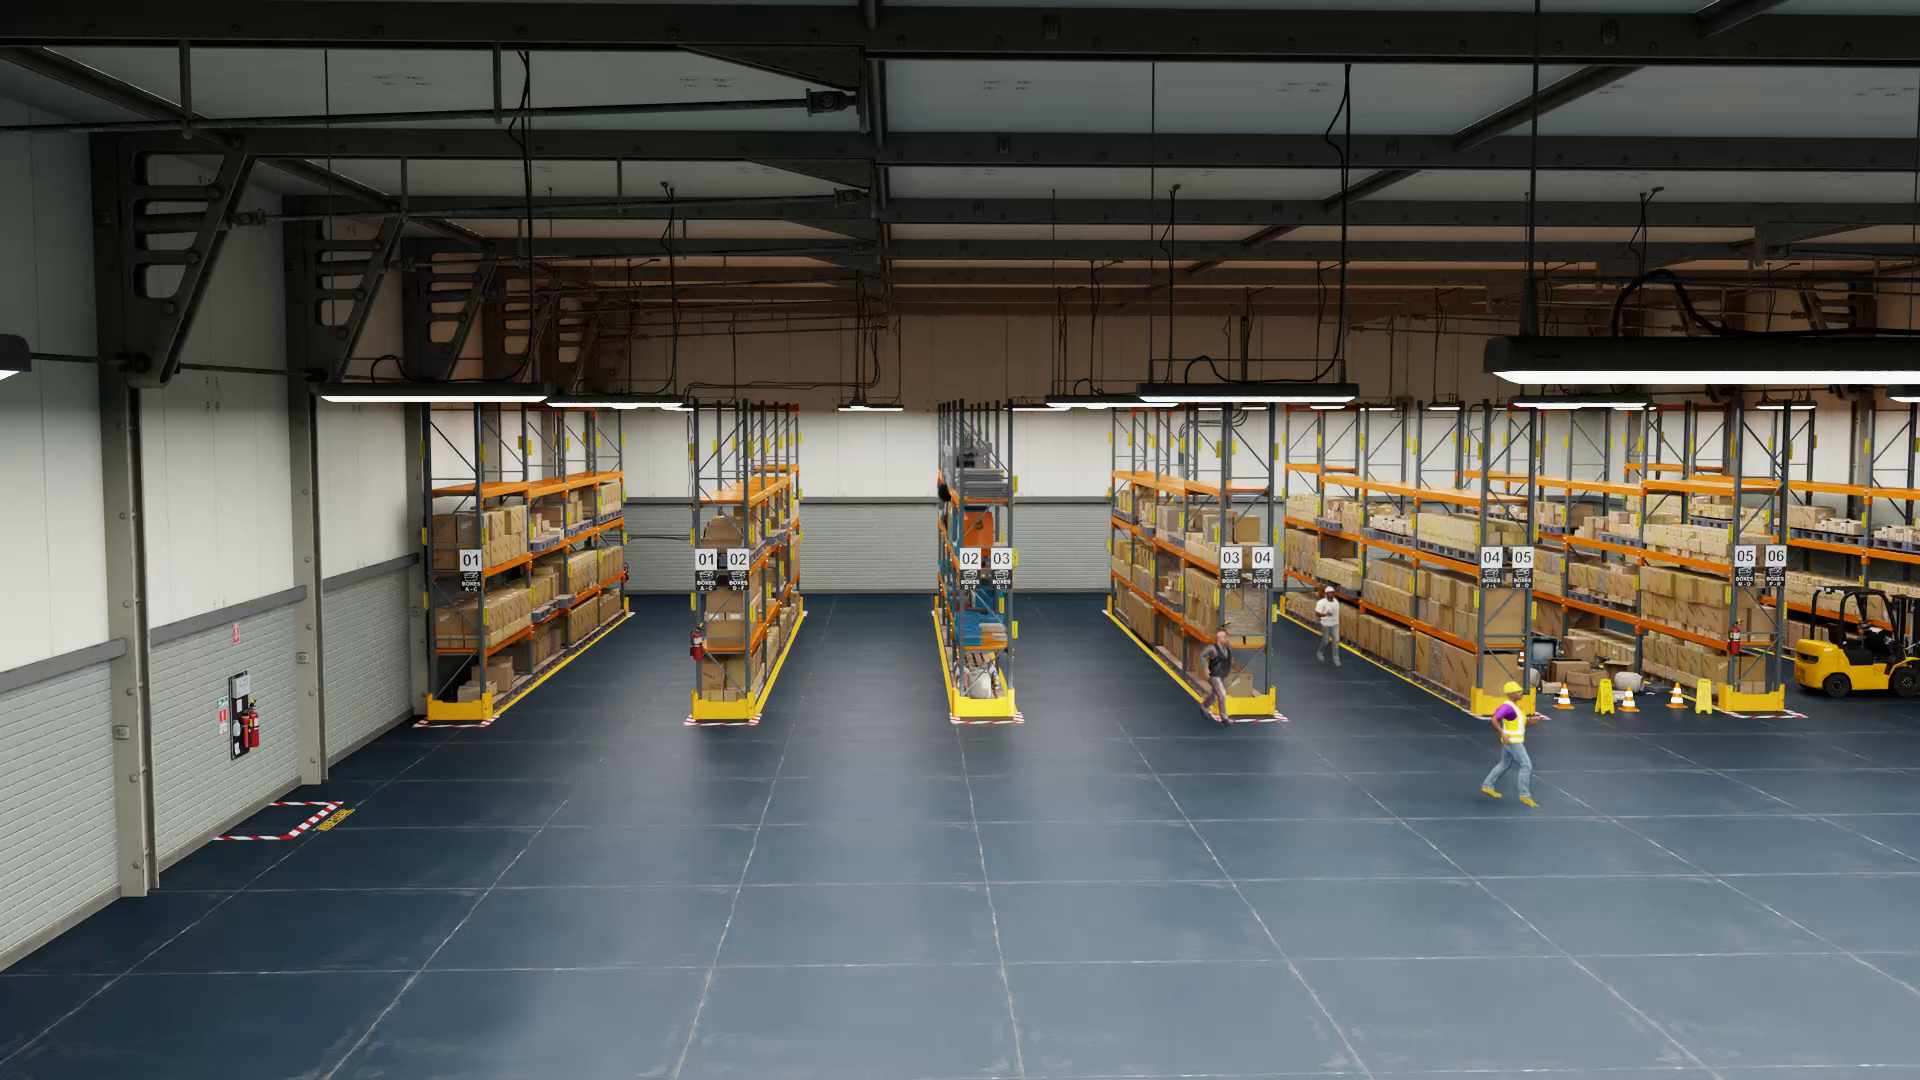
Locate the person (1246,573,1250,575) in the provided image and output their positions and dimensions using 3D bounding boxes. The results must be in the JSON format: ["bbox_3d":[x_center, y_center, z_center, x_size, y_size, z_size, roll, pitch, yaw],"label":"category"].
[{"bbox_3d":[8.093,1.233,47.814,0.595,1.748,0.727,-3,5,-38],"label":"person"}]

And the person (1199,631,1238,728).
[{"bbox_3d":[4.734,2.537,30.639,0.608,1.736,0.934,-4,6,-41],"label":"person"}]

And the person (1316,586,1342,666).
[{"bbox_3d":[8.408,1.937,37.805,0.701,1.765,0.917,-1,4,-15],"label":"person"}]

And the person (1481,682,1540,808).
[{"bbox_3d":[8.070,2.982,24.343,0.820,1.821,0.677,1,5,19],"label":"person"}]
